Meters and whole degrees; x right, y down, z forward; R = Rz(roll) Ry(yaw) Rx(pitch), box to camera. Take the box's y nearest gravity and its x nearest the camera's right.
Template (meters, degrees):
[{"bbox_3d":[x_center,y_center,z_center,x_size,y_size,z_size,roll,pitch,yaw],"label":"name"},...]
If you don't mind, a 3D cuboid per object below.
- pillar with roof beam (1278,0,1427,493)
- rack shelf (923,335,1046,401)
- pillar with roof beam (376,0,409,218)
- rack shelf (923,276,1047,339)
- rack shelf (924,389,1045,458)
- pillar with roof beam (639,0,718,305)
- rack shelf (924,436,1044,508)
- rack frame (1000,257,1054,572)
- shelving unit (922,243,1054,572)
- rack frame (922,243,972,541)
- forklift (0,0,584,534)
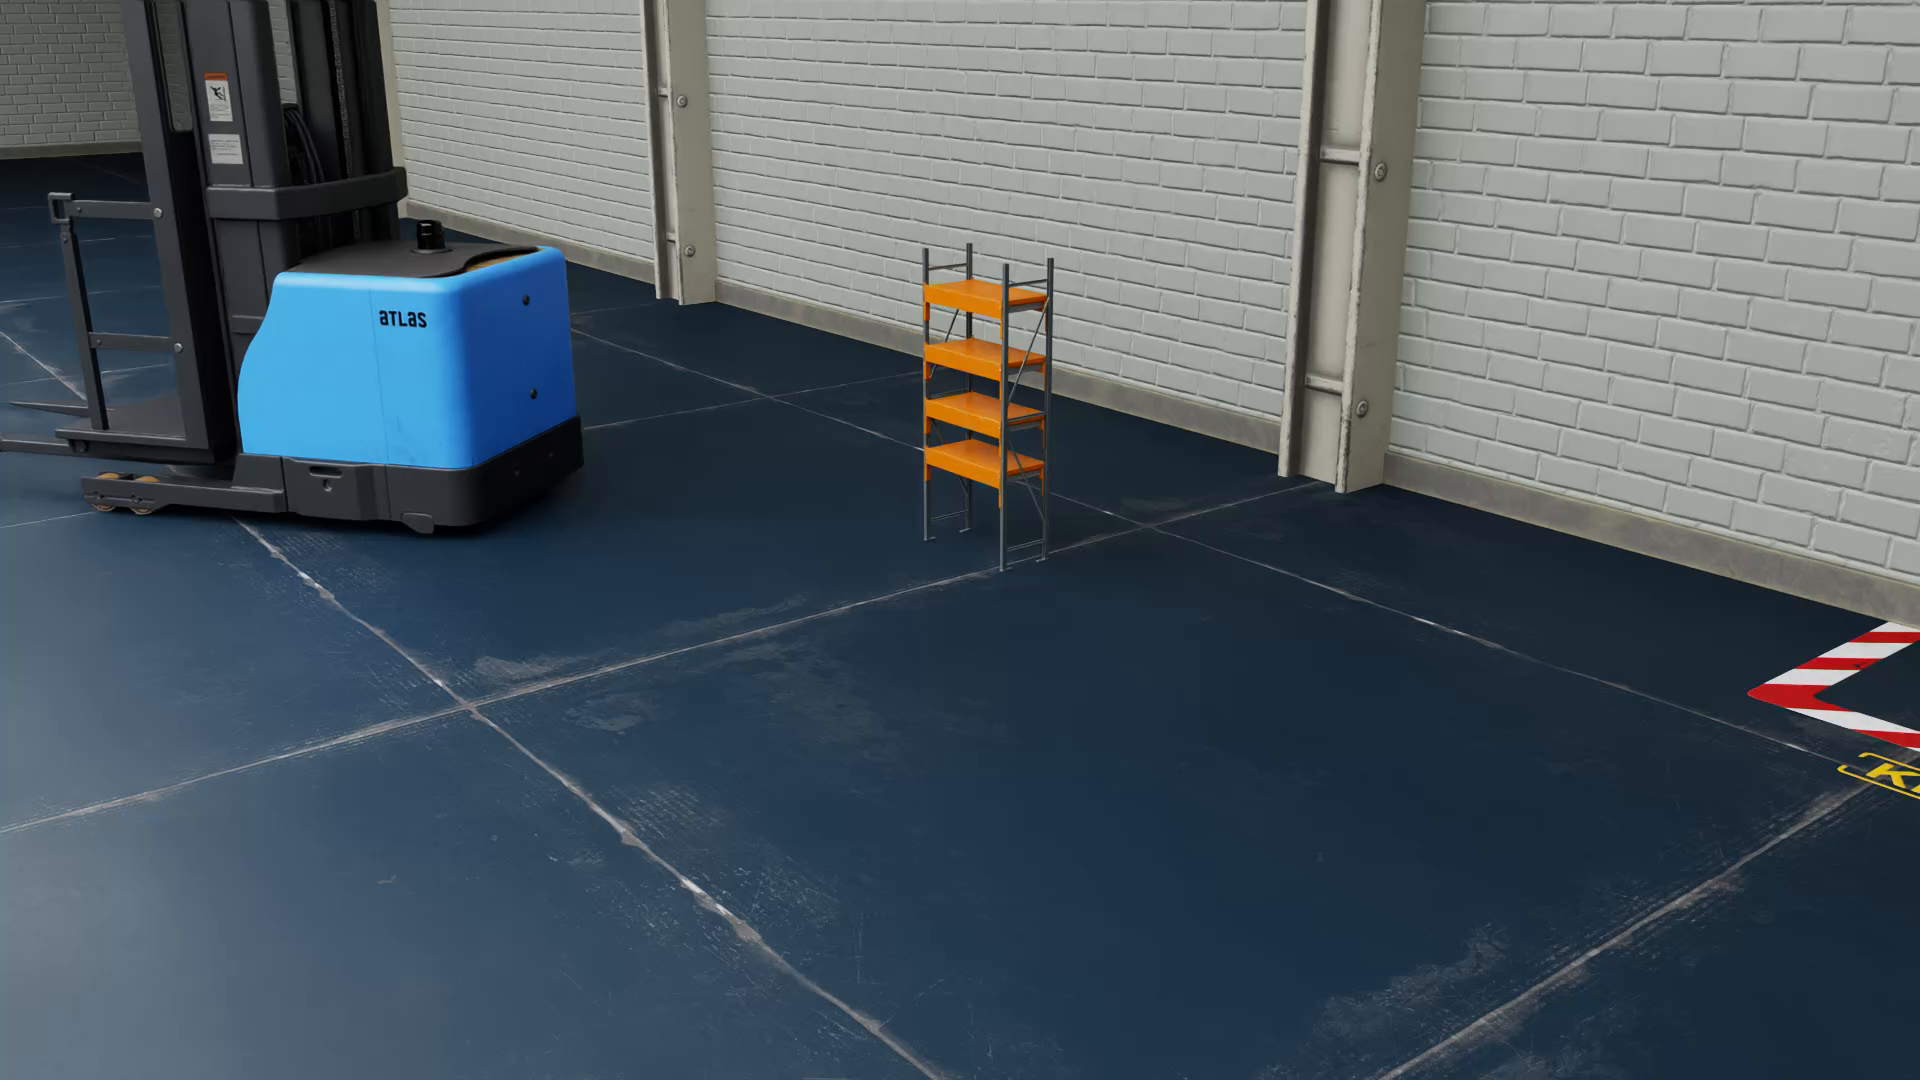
[{"bbox_3d":[-1.647,-3.719,3.779,9.100,9.000,0.400,-14,23,-36],"label":"pillar with roof beam"},{"bbox_3d":[0.103,-0.677,6.502,0.258,0.148,0.480,-14,23,-36],"label":"rack shelf"},{"bbox_3d":[-9.098,-6.676,12.709,9.100,9.000,0.400,-14,23,-36],"label":"pillar with roof beam"},{"bbox_3d":[0.103,-0.902,6.427,0.258,0.148,0.480,-14,23,-36],"label":"rack shelf"},{"bbox_3d":[0.103,-0.465,6.572,0.258,0.148,0.480,-14,23,-36],"label":"rack shelf"},{"bbox_3d":[-5.373,-5.198,8.244,9.100,9.000,0.400,-14,23,-36],"label":"pillar with roof beam"},{"bbox_3d":[0.103,-0.276,6.634,0.258,0.148,0.480,-14,23,-36],"label":"rack shelf"},{"bbox_3d":[0.254,-0.469,6.369,0.240,1.200,0.015,-14,23,-36],"label":"rack frame"},{"bbox_3d":[0.103,-0.529,6.551,0.258,1.200,0.503,-14,23,-36],"label":"shelving unit"},{"bbox_3d":[-0.049,-0.589,6.732,0.240,1.200,0.015,-14,23,-36],"label":"rack frame"},{"bbox_3d":[-3.311,-1.653,7.192,3.031,2.935,1.130,5,19,14],"label":"forklift"}]
